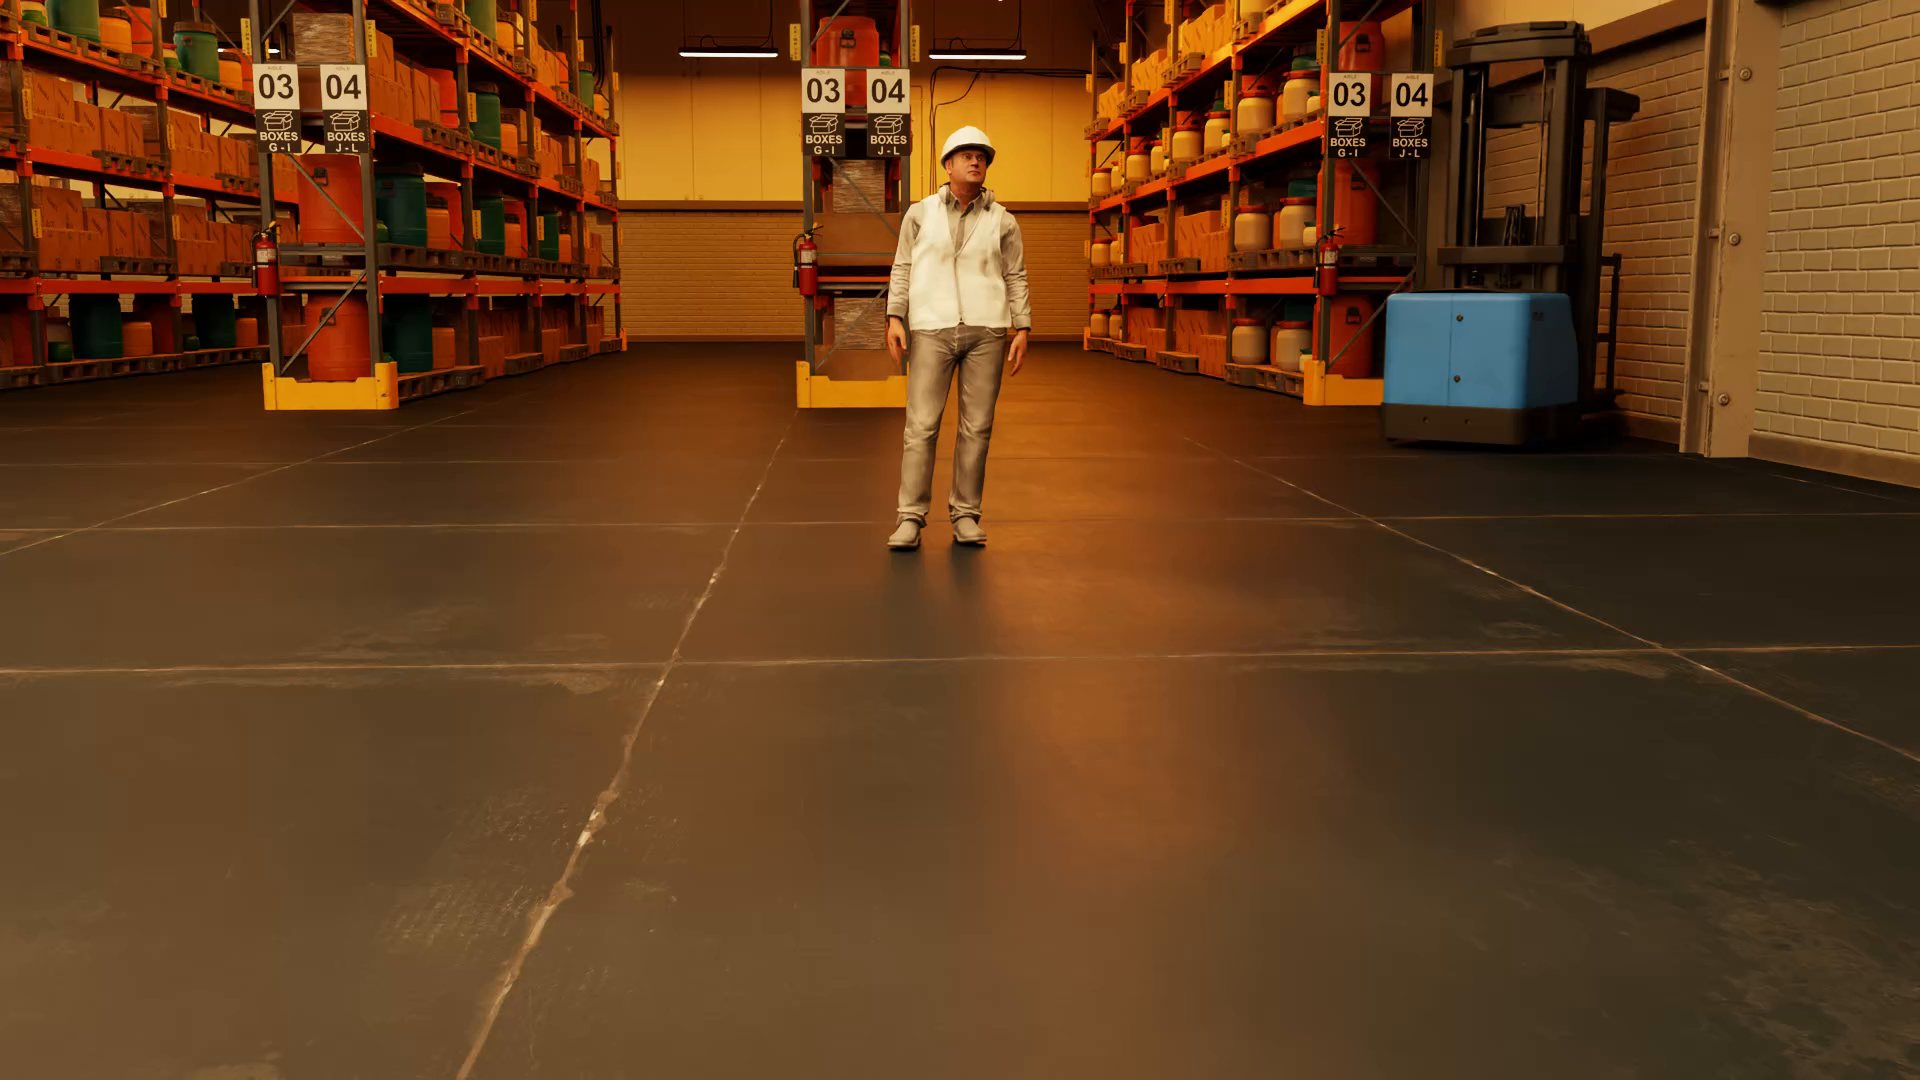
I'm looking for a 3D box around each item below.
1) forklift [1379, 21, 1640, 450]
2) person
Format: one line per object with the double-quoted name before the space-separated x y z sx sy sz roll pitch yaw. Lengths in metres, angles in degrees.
"forklift" 4.280 -2.224 12.311 1.130 2.935 3.031 7 11 39
"person" -0.004 -0.876 7.117 0.632 1.773 0.568 -1 8 -4
